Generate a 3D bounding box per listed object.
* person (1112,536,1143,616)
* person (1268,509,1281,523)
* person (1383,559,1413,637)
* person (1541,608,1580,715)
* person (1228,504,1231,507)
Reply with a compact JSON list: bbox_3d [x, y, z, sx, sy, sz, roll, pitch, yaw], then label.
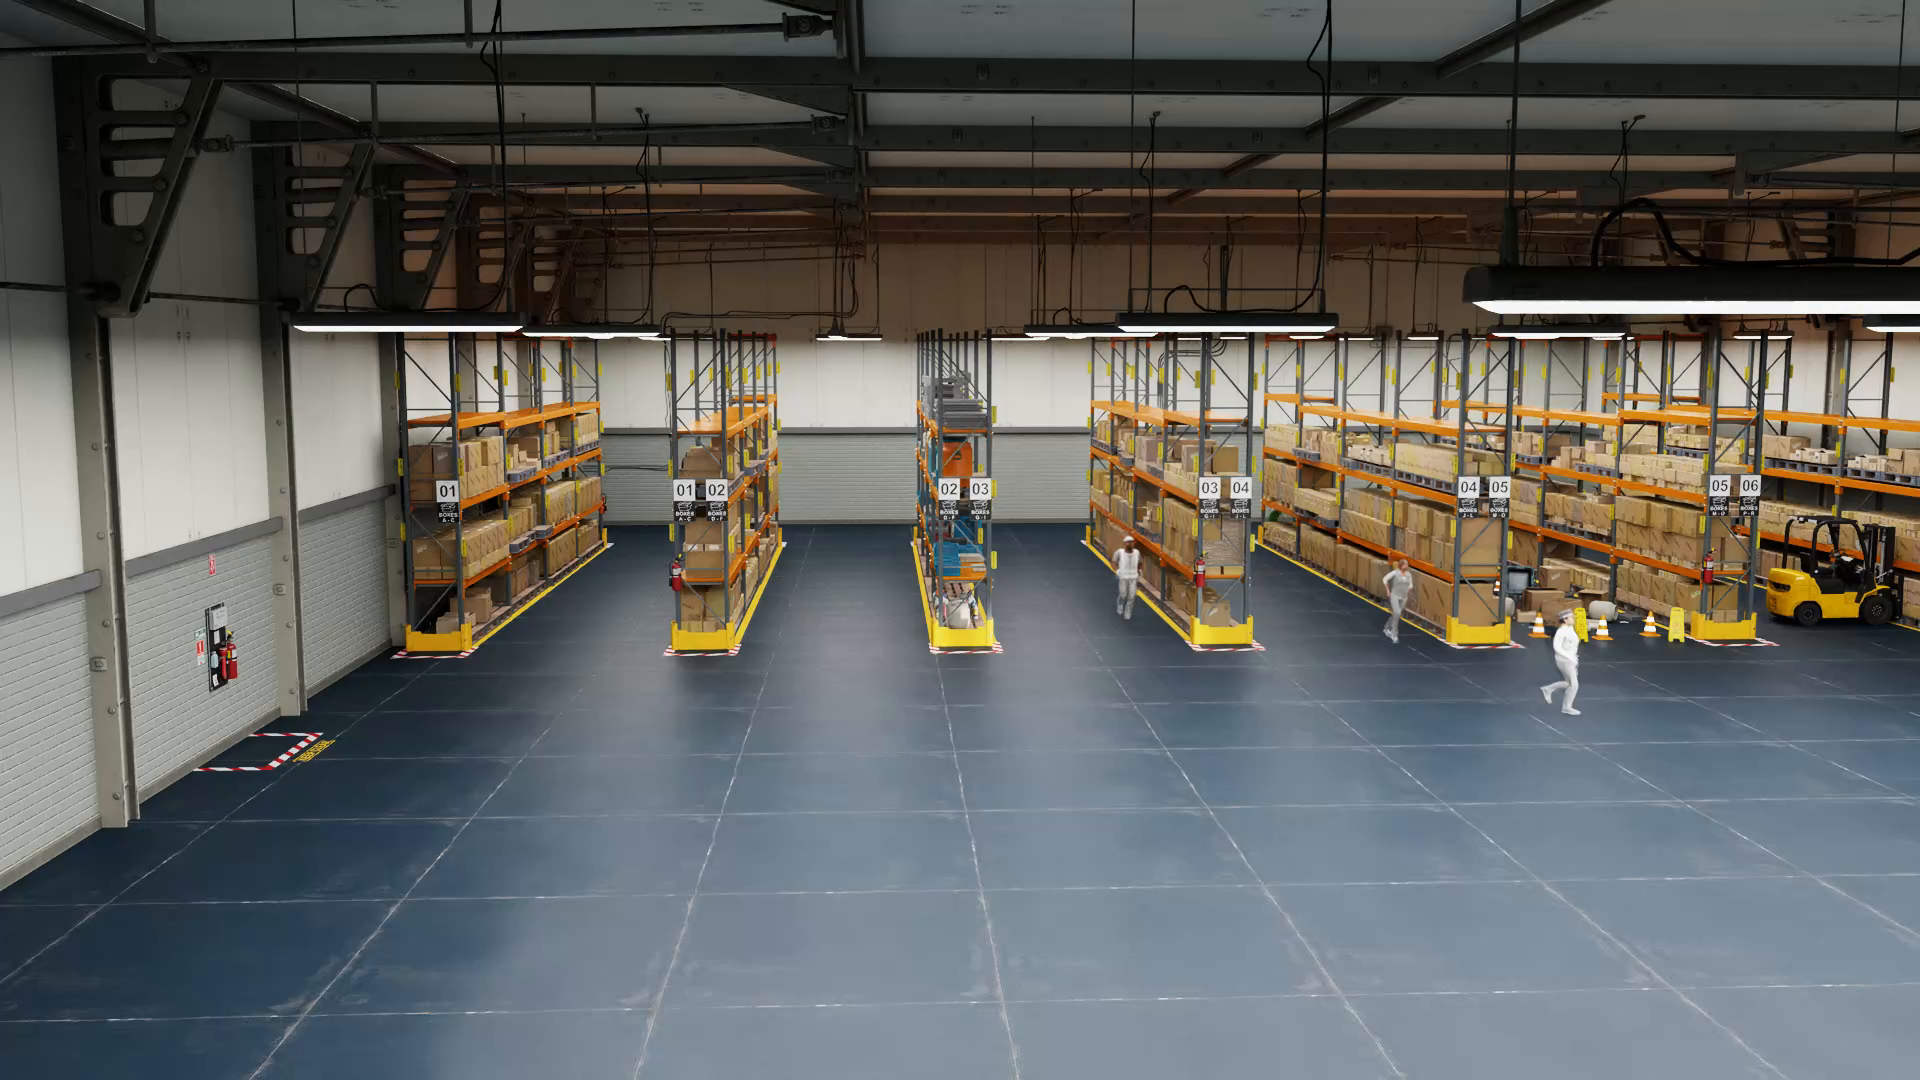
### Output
[{"bbox_3d":[3.479,0.756,34.372,0.645,1.682,0.493,-1,7,-9],"label":"person"},{"bbox_3d":[9.376,-0.927,49.241,0.516,1.714,0.585,3,7,23],"label":"person"},{"bbox_3d":[8.485,1.086,32.196,0.536,1.472,0.699,-2,7,-15],"label":"person"},{"bbox_3d":[9.335,1.866,25.792,0.623,1.652,0.642,5,8,34],"label":"person"},{"bbox_3d":[7.458,-0.761,47.888,0.783,1.455,0.668,3,7,25],"label":"person"}]
